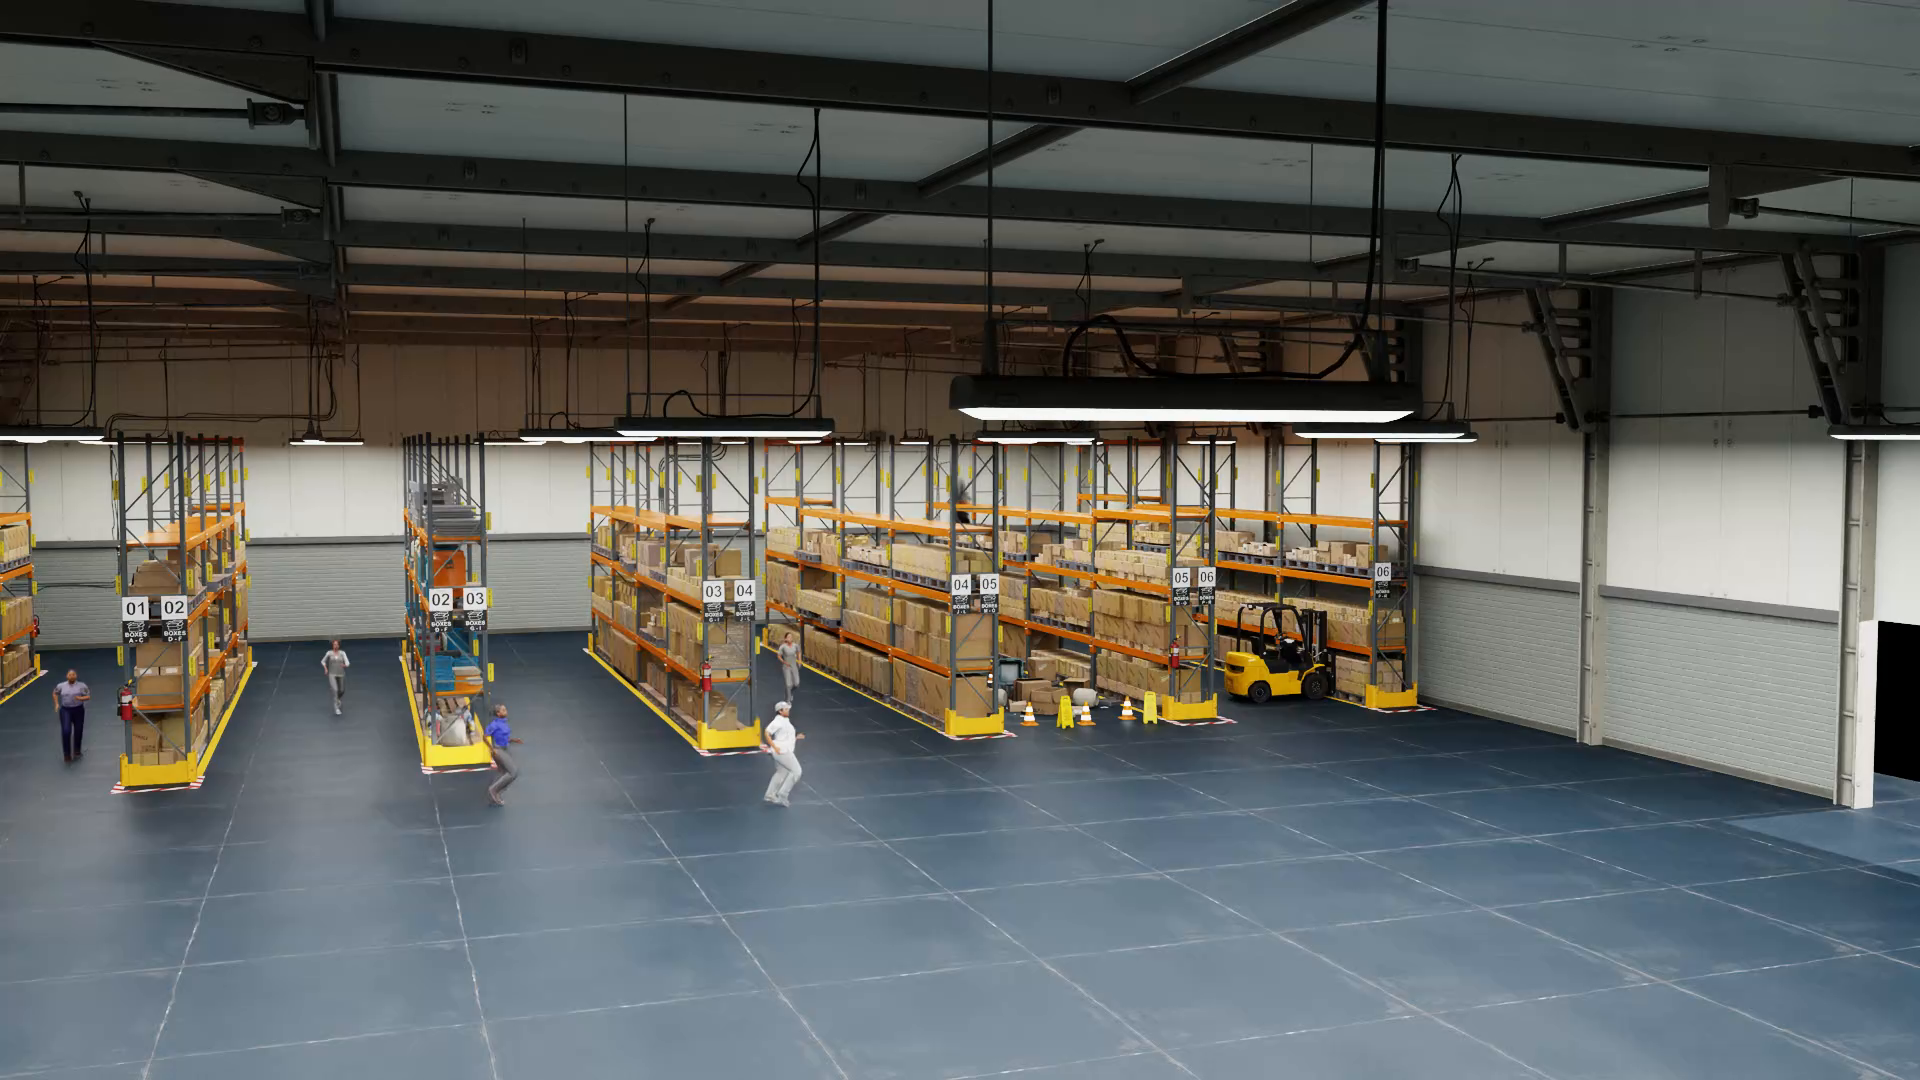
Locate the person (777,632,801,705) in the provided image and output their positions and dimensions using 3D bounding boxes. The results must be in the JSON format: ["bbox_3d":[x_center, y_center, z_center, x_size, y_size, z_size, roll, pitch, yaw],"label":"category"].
[{"bbox_3d":[-3.772,2.858,36.990,0.596,1.630,0.577,-2,4,-27],"label":"person"}]

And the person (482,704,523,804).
[{"bbox_3d":[-7.293,3.427,26.603,0.592,1.616,0.557,0,3,-2],"label":"person"}]

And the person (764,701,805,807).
[{"bbox_3d":[-2.814,3.421,26.606,0.681,1.678,0.577,0,3,1],"label":"person"}]

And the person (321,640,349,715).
[{"bbox_3d":[-13.461,2.937,35.877,0.546,1.572,0.841,-2,4,-29],"label":"person"}]

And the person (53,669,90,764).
[{"bbox_3d":[-16.277,3.212,30.493,0.580,1.710,0.751,-2,4,-34],"label":"person"}]
